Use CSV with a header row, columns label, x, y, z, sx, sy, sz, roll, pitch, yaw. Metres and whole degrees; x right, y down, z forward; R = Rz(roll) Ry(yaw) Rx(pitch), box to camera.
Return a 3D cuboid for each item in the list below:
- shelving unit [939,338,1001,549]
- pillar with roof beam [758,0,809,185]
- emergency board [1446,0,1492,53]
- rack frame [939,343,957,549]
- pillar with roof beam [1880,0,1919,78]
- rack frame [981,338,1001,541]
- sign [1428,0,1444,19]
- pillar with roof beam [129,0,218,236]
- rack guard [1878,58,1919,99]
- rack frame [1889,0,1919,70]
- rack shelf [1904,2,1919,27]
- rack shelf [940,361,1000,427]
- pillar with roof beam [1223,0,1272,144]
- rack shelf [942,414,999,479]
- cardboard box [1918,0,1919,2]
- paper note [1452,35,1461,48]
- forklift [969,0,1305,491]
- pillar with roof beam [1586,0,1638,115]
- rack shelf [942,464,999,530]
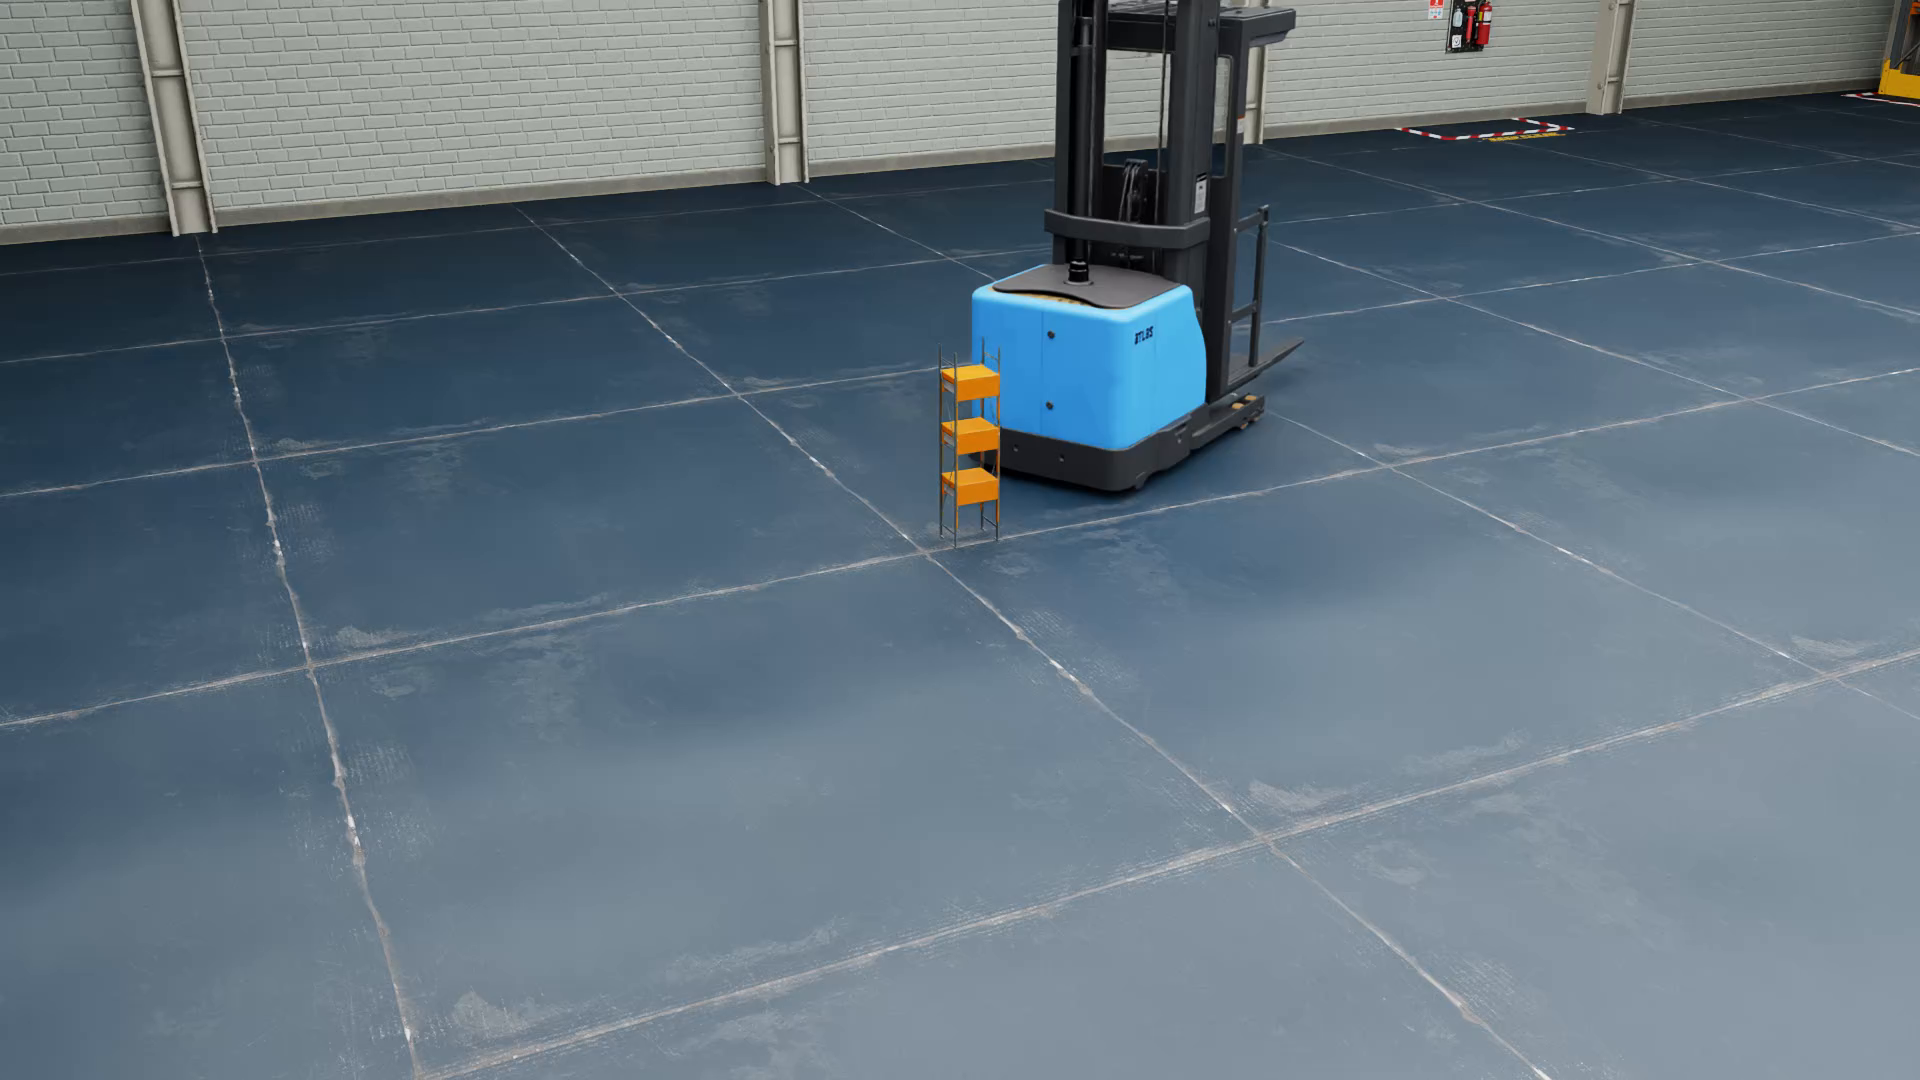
label,x,y,z,sx,sy,sz,roll,pitch,yaw
shelving unit,0.048,-0.494,8.571,0.252,1.050,0.215,-10,25,-24
pillar with roof beam,-0.028,-6.614,12.963,0.400,9.000,9.100,-10,25,-24
emergency board,6.675,-6.920,21.545,0.643,1.169,0.194,-10,25,-24
rack frame,-0.062,-0.474,8.522,0.008,1.050,0.200,-10,25,-24
pillar with roof beam,16.191,-9.600,20.176,0.400,9.000,9.100,-10,25,-24
rack frame,0.158,-0.514,8.620,0.008,1.050,0.200,-10,25,-24
sign,6.132,-6.880,21.402,0.234,0.329,0.001,-10,25,-24
pillar with roof beam,-5.434,-5.619,10.559,0.400,9.000,9.100,-10,25,-24
rack guard,14.137,-6.755,24.416,0.348,0.500,1.175,-10,25,-24
rack frame,14.069,-7.898,23.907,0.127,3.000,1.000,-10,25,-24
rack shelf,15.871,-7.897,24.846,4.000,0.370,1.077,-10,25,-24
rack shelf,0.048,-0.746,8.466,0.240,0.259,0.215,-10,25,-24
pillar with roof beam,5.379,-7.610,15.368,0.400,9.000,9.100,-10,25,-24
rack shelf,0.048,-0.484,8.575,0.240,0.259,0.215,-10,25,-24
cardboard box,14.406,-7.982,24.281,0.500,0.250,0.500,-10,25,-23
paper note,6.485,-6.507,21.700,0.142,0.148,0.016,-10,25,-24
forklift,1.284,-2.136,10.078,1.130,2.935,3.031,14,26,31
pillar with roof beam,10.785,-8.605,17.772,0.400,9.000,9.100,-10,25,-24
rack shelf,0.048,-0.227,8.681,0.240,0.259,0.215,-10,25,-24
